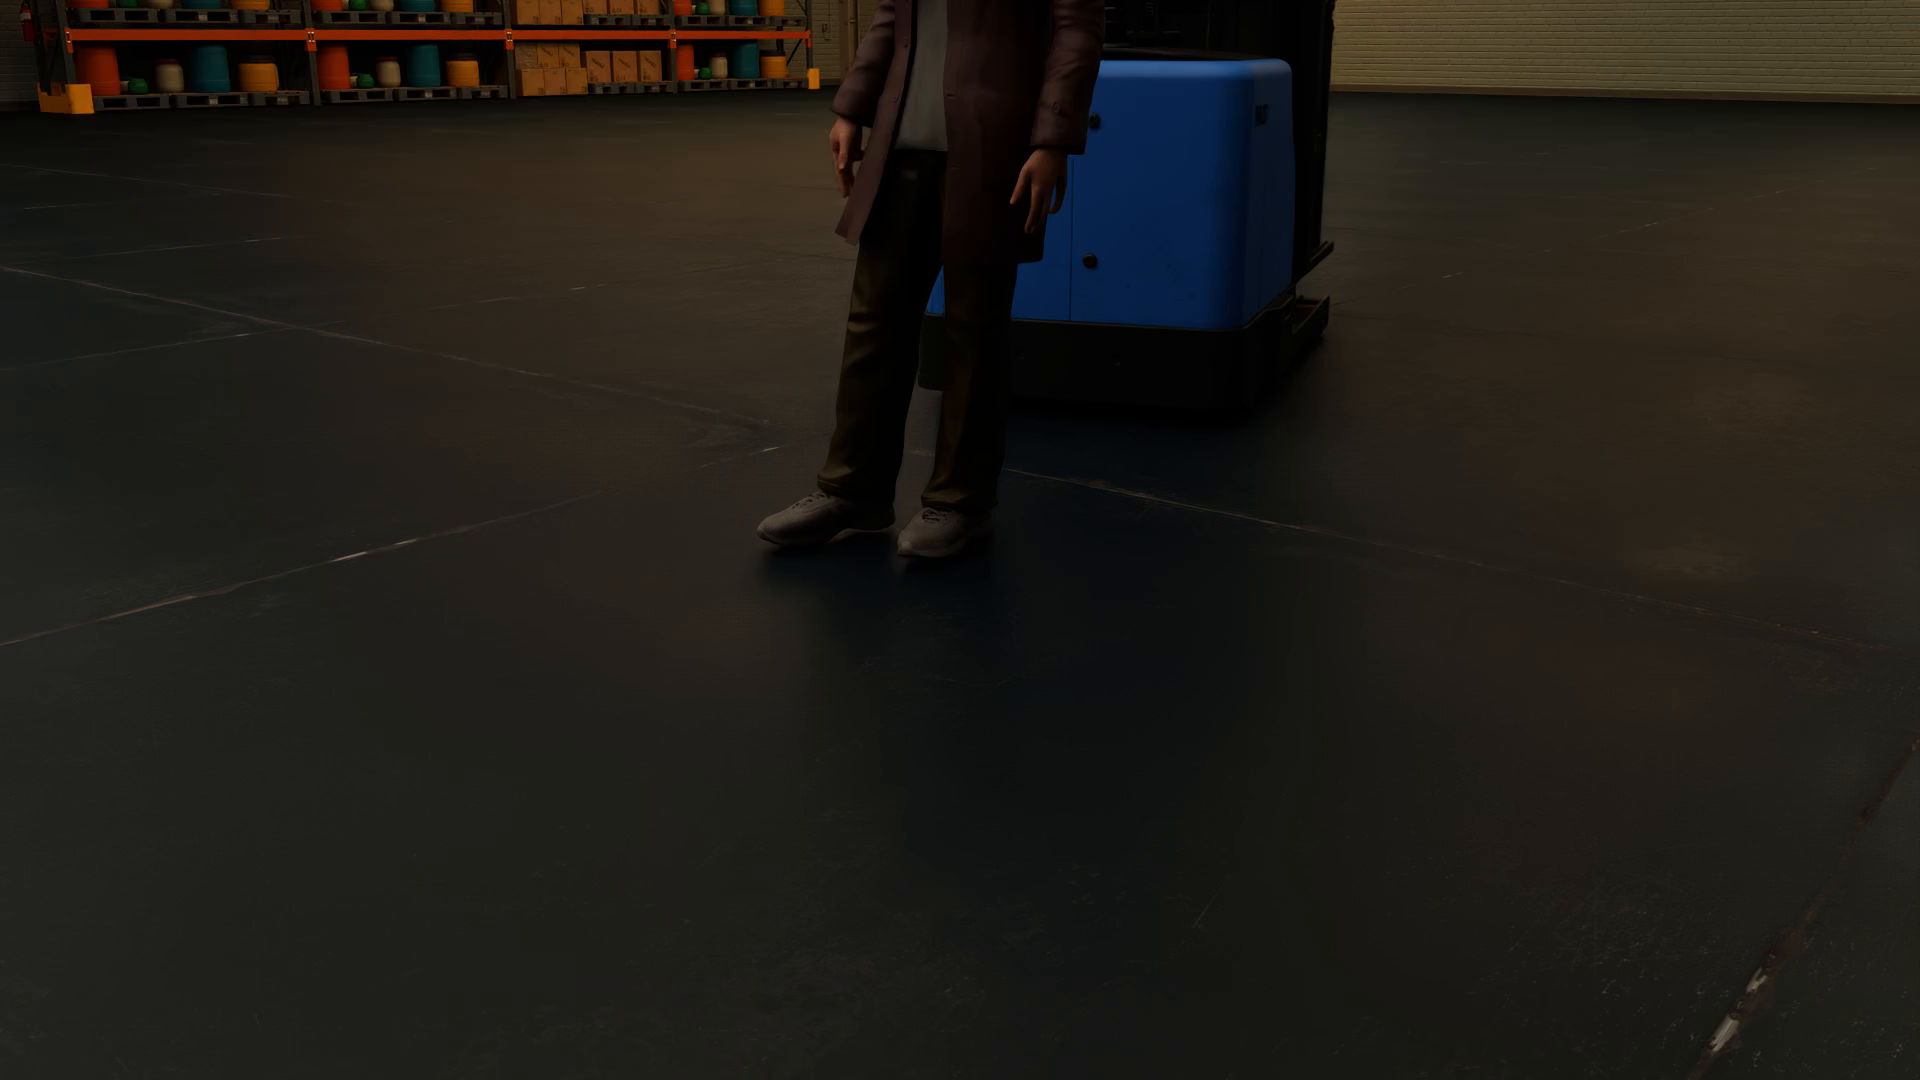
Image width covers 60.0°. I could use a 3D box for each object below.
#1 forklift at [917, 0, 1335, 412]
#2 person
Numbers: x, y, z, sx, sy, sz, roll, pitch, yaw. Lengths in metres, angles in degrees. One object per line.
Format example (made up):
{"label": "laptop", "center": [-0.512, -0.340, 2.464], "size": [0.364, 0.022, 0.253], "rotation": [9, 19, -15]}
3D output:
{"label": "forklift", "center": [0.828, -2.179, 6.073], "size": [1.130, 2.935, 3.031], "rotation": [6, 18, 18]}
{"label": "person", "center": [-0.061, -0.838, 3.616], "size": [0.698, 1.778, 0.579], "rotation": [13, 21, 37]}
